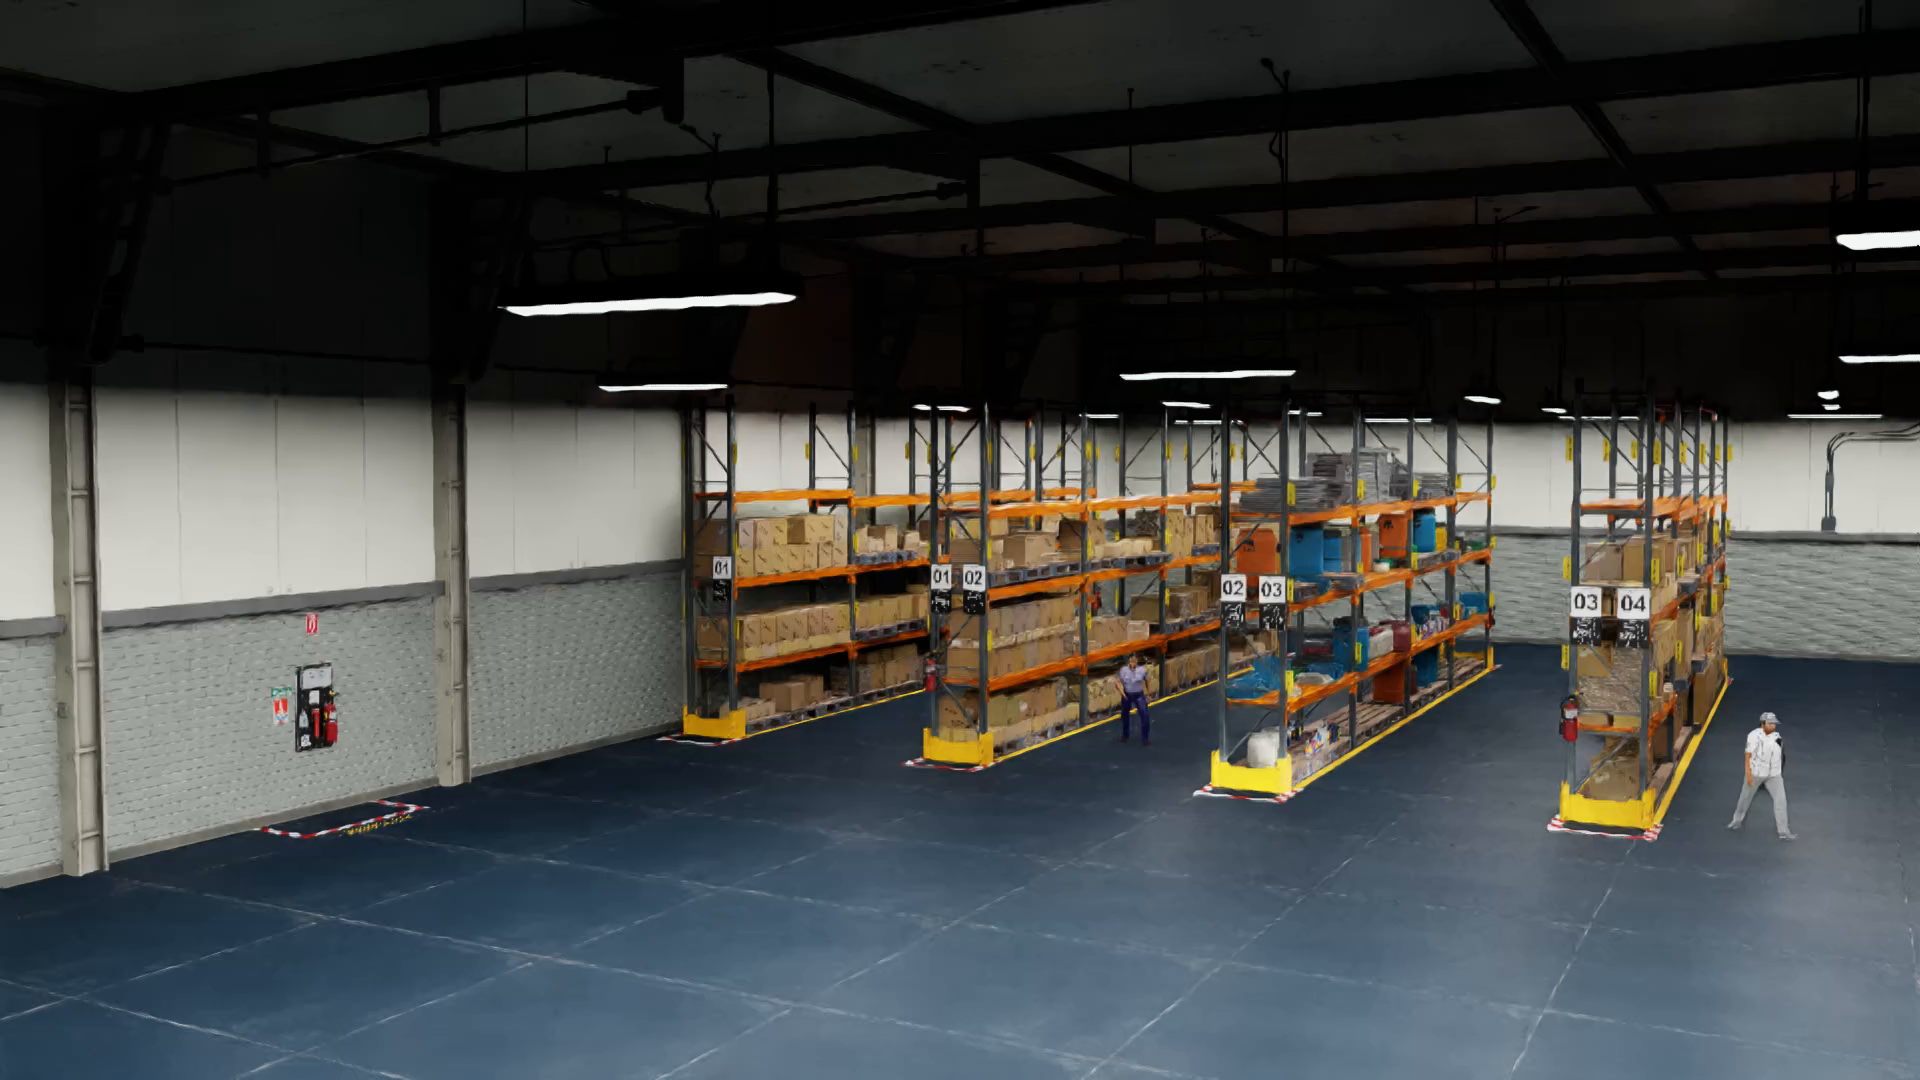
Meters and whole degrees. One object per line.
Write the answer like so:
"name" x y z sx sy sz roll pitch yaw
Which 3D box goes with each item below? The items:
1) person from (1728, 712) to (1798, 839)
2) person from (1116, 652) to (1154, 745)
"person" 10.461 3.041 21.695 0.591 1.626 0.917 0 3 1
"person" 3.004 2.703 28.553 0.657 1.586 0.794 0 3 9
